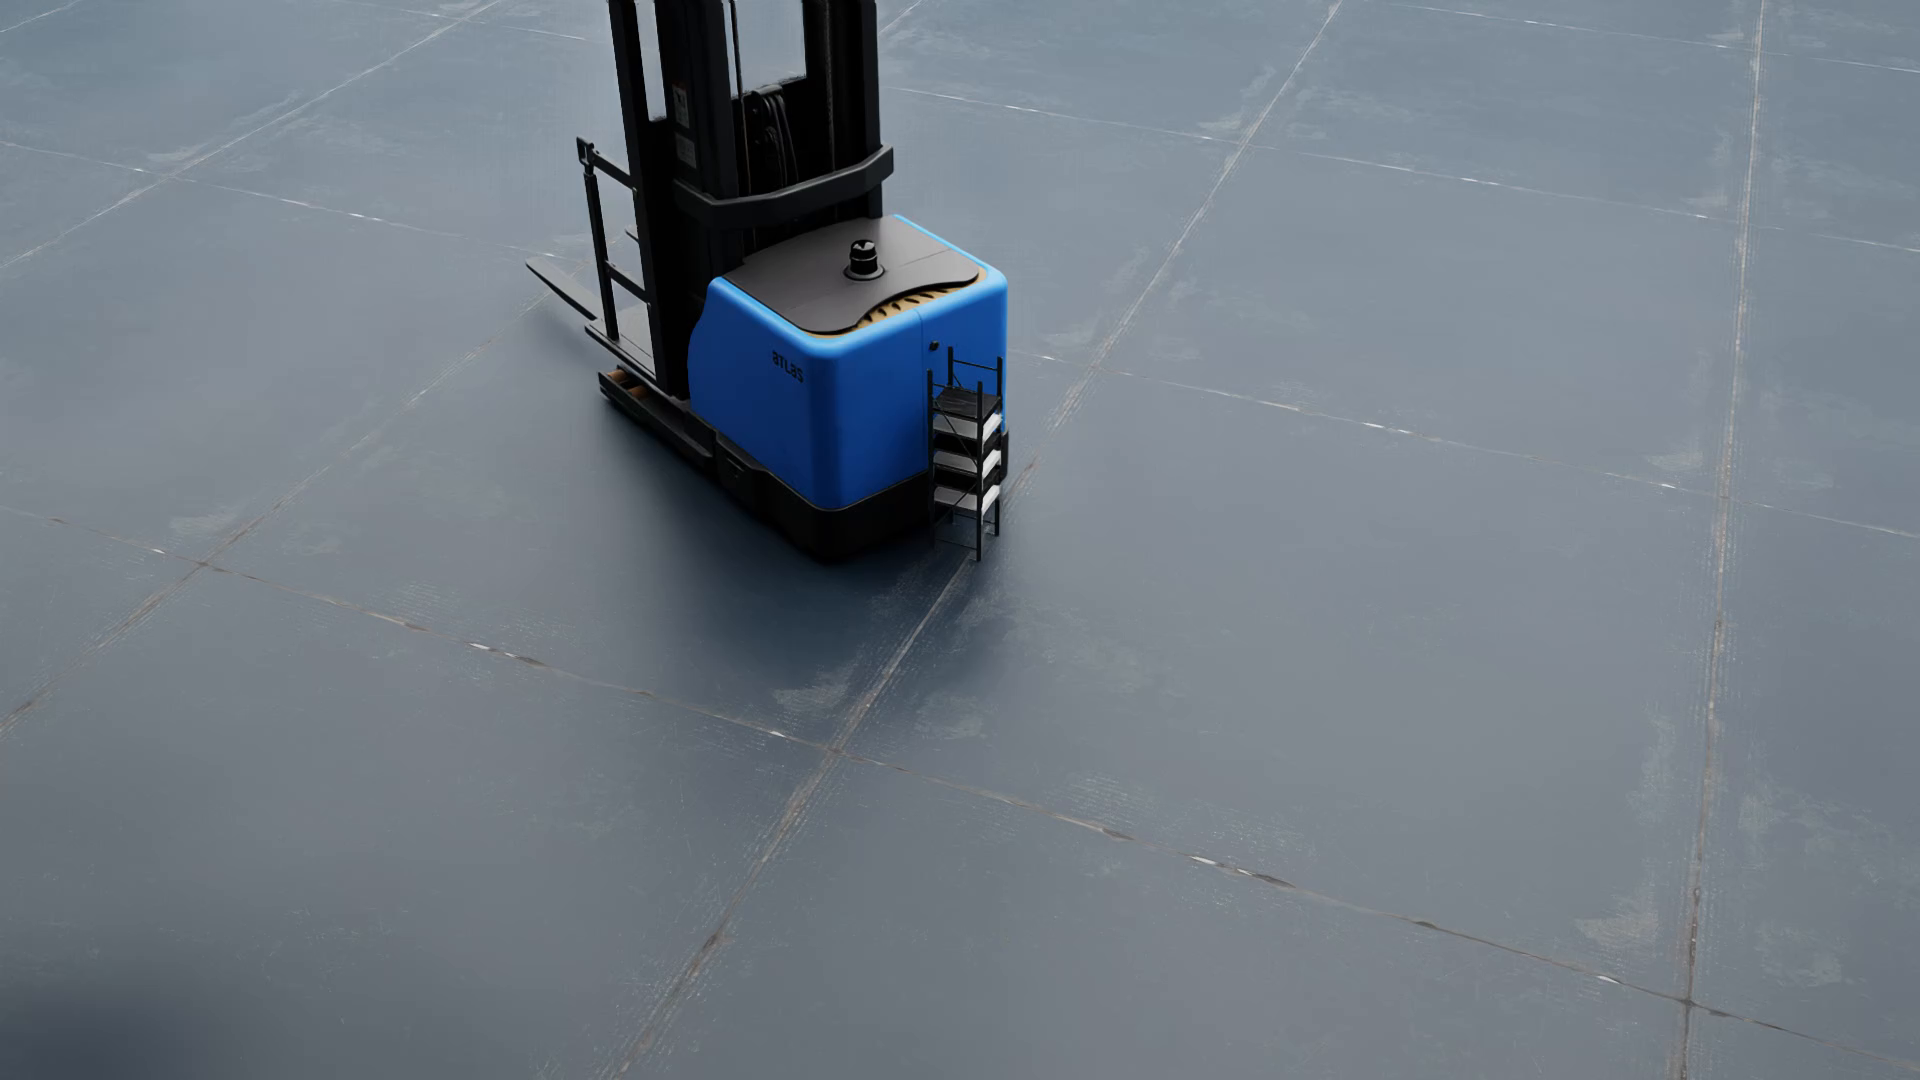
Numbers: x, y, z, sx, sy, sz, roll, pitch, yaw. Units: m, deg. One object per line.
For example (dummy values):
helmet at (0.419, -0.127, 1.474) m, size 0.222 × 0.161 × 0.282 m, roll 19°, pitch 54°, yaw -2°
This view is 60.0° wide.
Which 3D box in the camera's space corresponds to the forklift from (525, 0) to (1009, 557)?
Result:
forklift at (-1.106, -1.918, 7.369) m, size 1.130 × 2.935 × 3.031 m, roll -26°, pitch 44°, yaw -31°

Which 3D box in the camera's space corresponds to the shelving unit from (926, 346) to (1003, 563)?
shelving unit at (0.021, -0.350, 6.966) m, size 0.258 × 0.900 × 0.210 m, roll 15°, pitch 39°, yaw 19°

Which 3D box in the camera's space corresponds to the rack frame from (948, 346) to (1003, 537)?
rack frame at (0.062, -0.405, 7.041) m, size 0.240 × 0.900 × 0.006 m, roll 15°, pitch 39°, yaw 19°

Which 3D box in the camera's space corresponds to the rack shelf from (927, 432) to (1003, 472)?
rack shelf at (0.021, -0.395, 6.932) m, size 0.258 × 0.077 × 0.200 m, roll 15°, pitch 39°, yaw 19°

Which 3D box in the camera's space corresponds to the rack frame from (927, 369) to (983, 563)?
rack frame at (-0.020, -0.294, 6.891) m, size 0.240 × 0.900 × 0.006 m, roll 15°, pitch 39°, yaw 19°

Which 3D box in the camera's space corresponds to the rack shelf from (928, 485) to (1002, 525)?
rack shelf at (0.021, -0.179, 7.094) m, size 0.258 × 0.077 × 0.200 m, roll 15°, pitch 39°, yaw 19°

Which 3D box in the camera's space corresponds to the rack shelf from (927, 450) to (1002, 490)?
rack shelf at (0.021, -0.323, 6.986) m, size 0.258 × 0.077 × 0.200 m, roll 15°, pitch 39°, yaw 19°

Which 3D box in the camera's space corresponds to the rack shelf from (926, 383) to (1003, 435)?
rack shelf at (0.021, -0.539, 6.824) m, size 0.258 × 0.077 × 0.200 m, roll 15°, pitch 39°, yaw 19°

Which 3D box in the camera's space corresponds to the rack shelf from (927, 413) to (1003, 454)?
rack shelf at (0.021, -0.467, 6.878) m, size 0.258 × 0.077 × 0.200 m, roll 15°, pitch 39°, yaw 19°

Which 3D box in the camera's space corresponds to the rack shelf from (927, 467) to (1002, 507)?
rack shelf at (0.021, -0.251, 7.040) m, size 0.258 × 0.077 × 0.200 m, roll 15°, pitch 39°, yaw 19°
